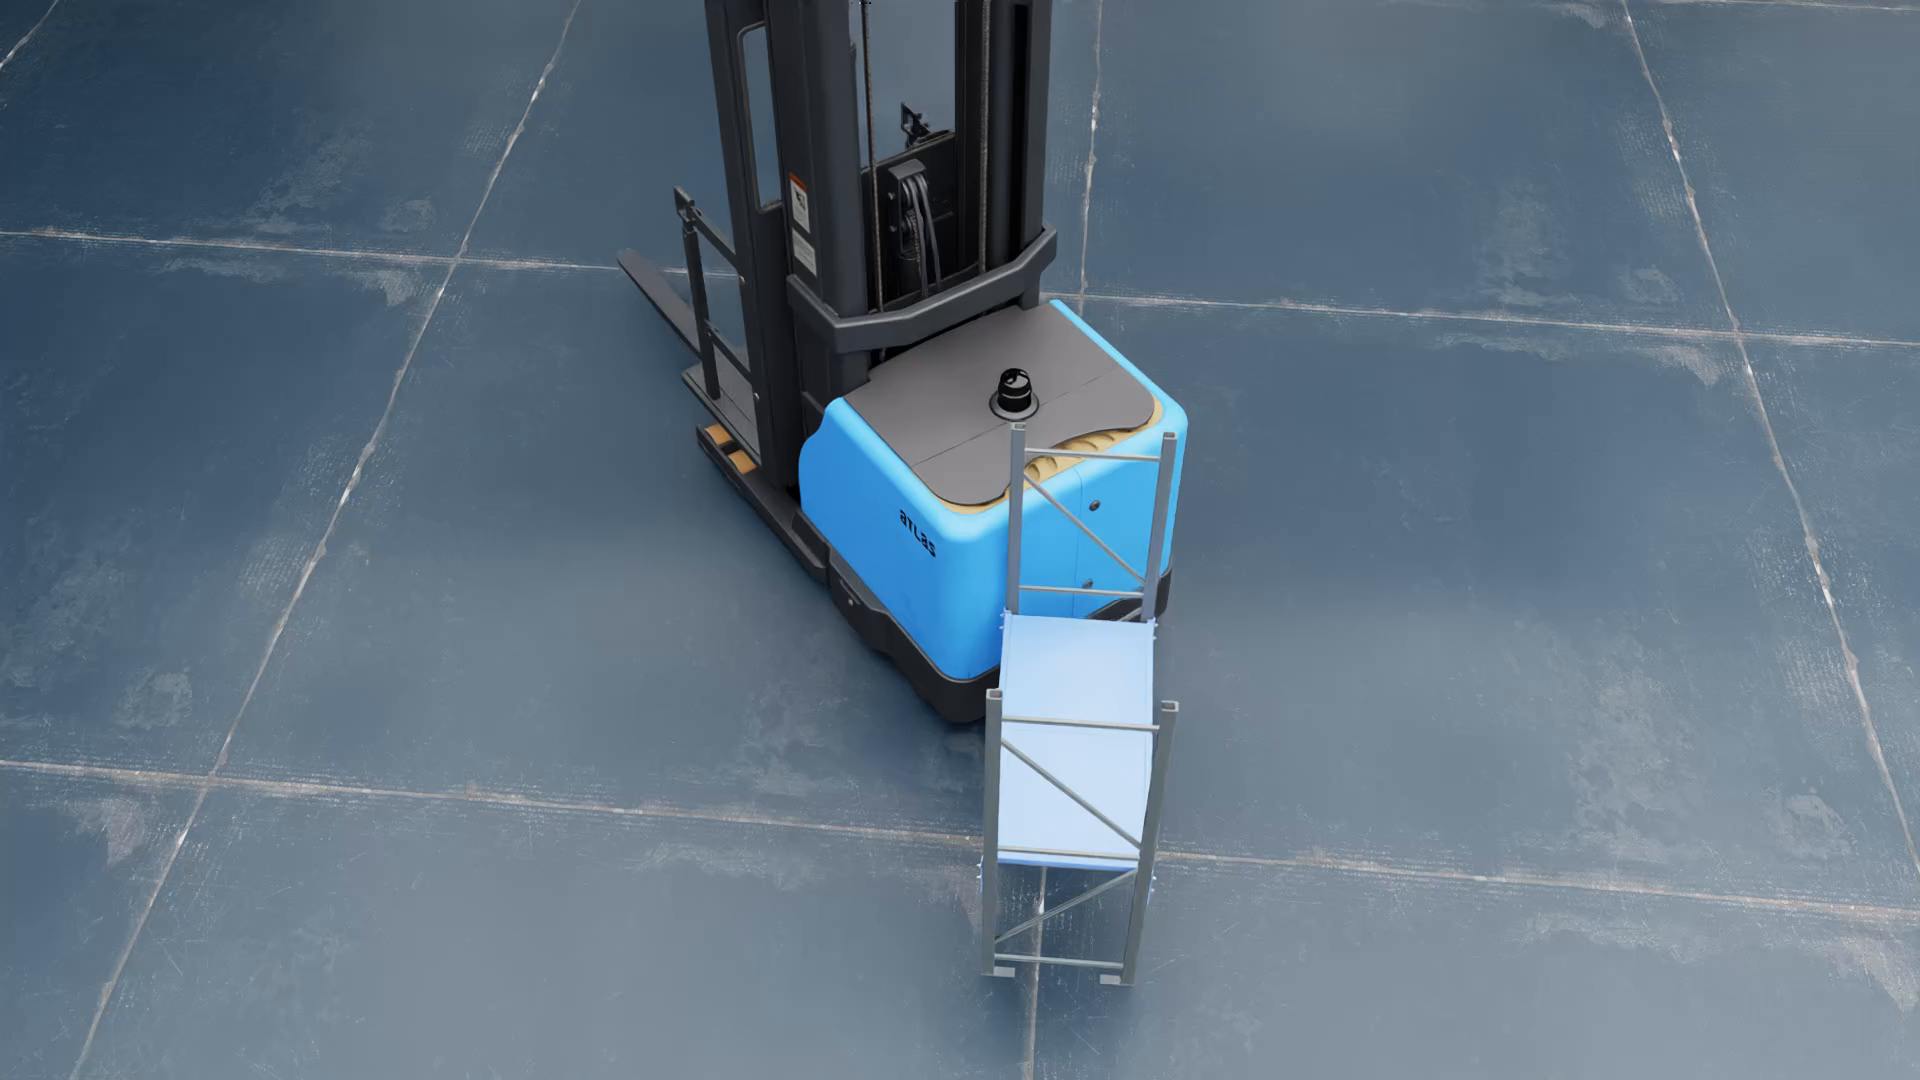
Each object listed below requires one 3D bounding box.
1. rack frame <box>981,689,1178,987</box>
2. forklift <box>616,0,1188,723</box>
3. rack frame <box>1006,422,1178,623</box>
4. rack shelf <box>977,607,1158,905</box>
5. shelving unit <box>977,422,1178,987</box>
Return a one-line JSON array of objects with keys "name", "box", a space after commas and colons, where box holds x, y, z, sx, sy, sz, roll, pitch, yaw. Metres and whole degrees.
[{"name": "rack frame", "box": [0.318, 0.923, 4.889, 0.500, 1.500, 0.032, 4, 48, 3]}, {"name": "forklift", "box": [-0.450, -1.384, 6.030, 1.130, 2.935, 3.031, -27, 53, -23]}, {"name": "rack frame", "box": [0.406, 0.176, 5.573, 0.500, 1.500, 0.032, 4, 48, 3]}, {"name": "rack shelf", "box": [0.362, 0.671, 5.364, 0.538, 0.185, 1.000, 4, 48, 3]}, {"name": "shelving unit", "box": [0.362, 0.550, 5.231, 0.538, 1.500, 1.048, 4, 48, 3]}]
